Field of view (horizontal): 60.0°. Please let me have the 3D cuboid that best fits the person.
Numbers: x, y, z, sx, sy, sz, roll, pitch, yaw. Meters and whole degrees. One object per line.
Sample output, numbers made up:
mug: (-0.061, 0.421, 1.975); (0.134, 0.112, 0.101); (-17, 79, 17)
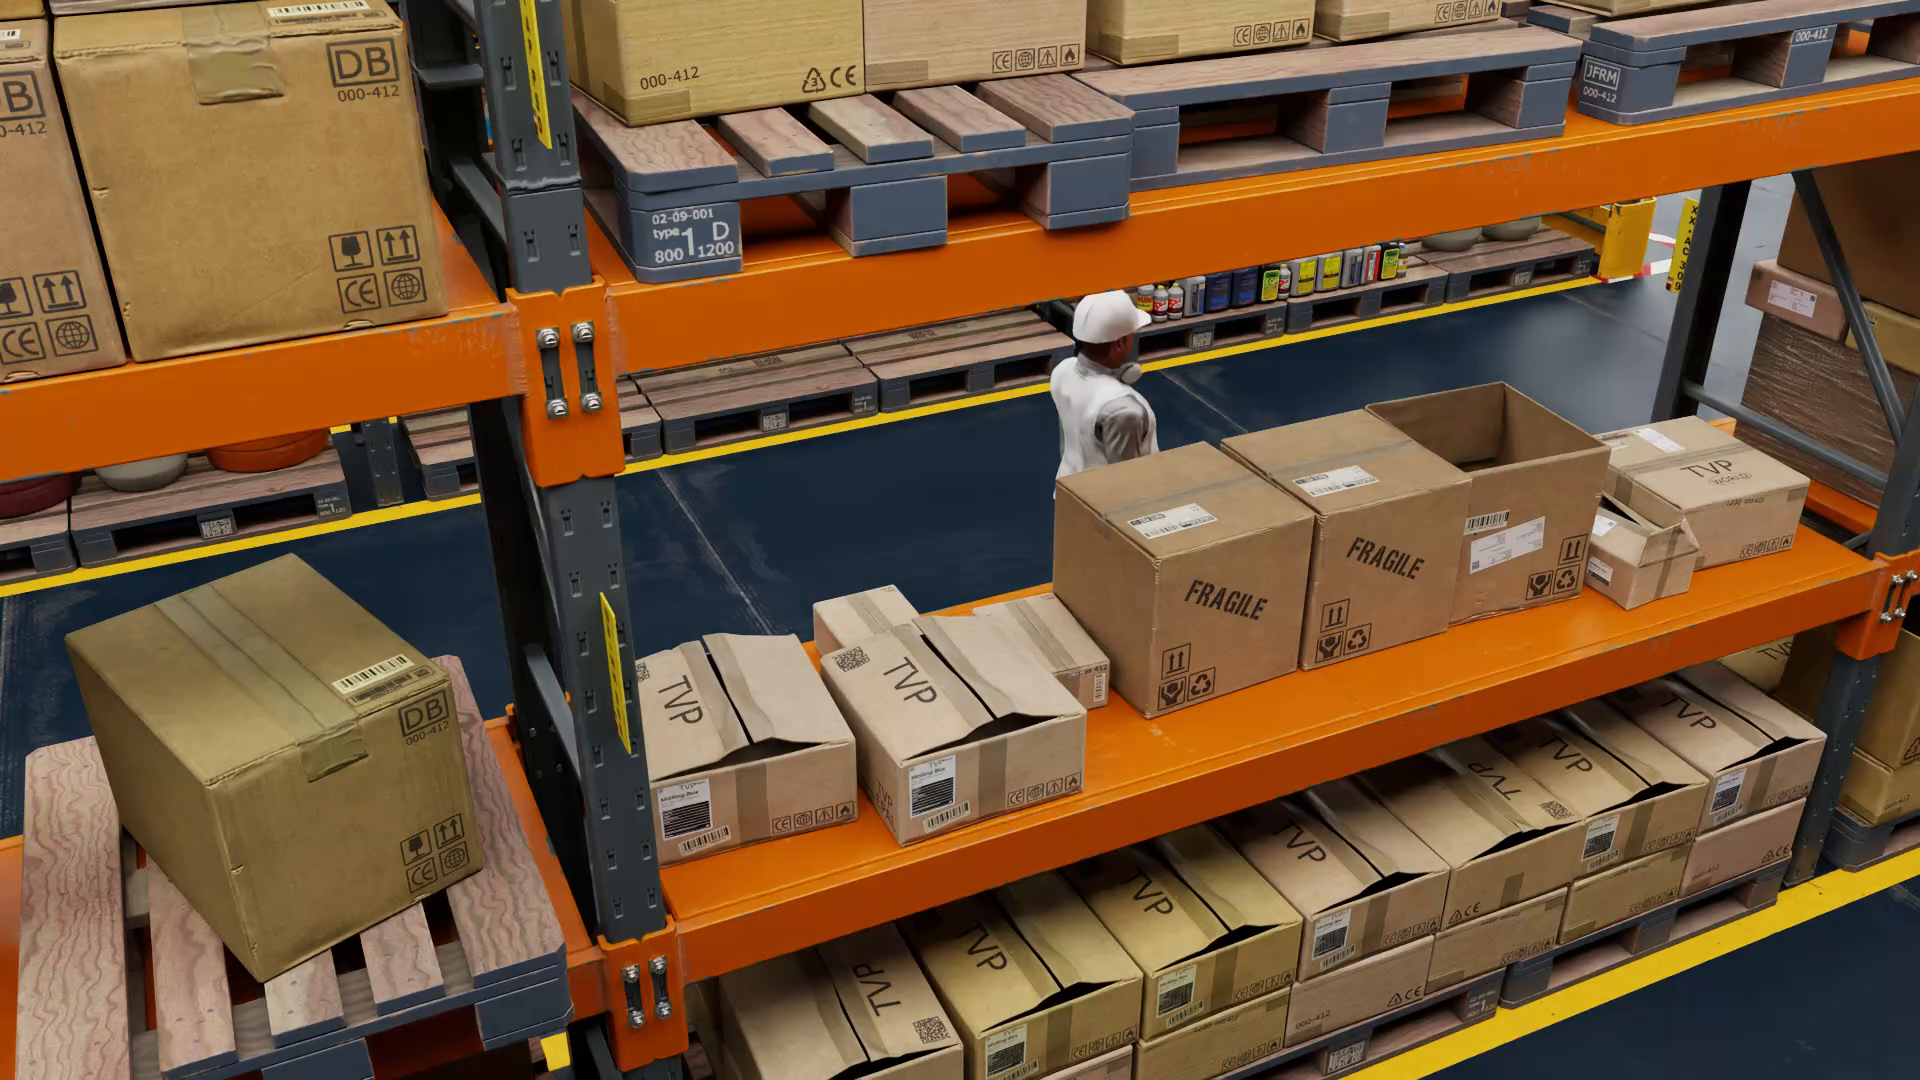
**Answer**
person: (0.551, -0.121, 6.322); (0.359, 1.772, 0.533); (-12, 31, -21)
